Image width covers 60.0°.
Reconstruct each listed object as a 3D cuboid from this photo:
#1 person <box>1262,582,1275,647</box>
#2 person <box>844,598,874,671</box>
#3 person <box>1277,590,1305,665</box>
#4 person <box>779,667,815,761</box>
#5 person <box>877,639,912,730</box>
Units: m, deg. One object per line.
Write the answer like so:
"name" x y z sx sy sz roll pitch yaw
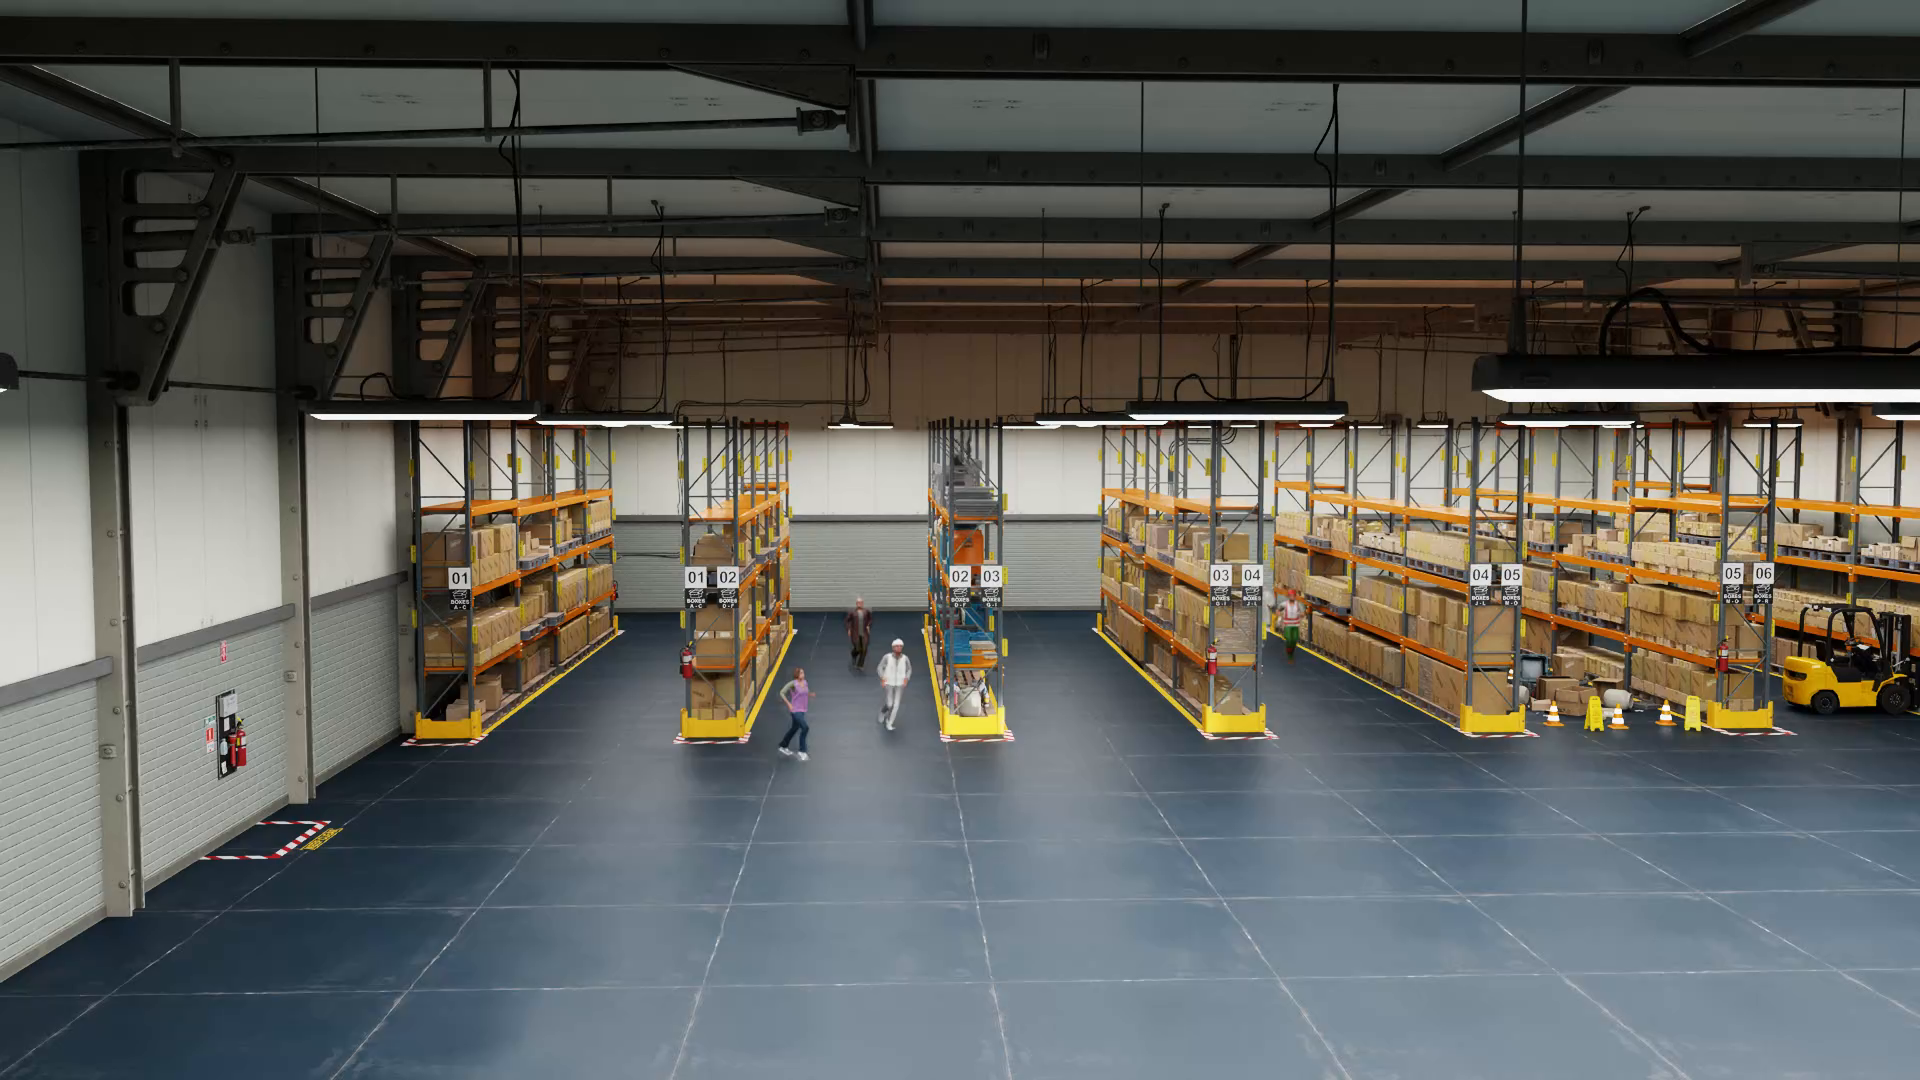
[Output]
"person" 7.972 1.980 43.817 0.685 1.747 0.712 -1 4 -9
"person" -2.403 2.264 39.840 0.710 1.733 0.637 -1 4 -16
"person" 8.160 2.128 40.919 0.660 1.787 0.976 0 4 -2
"person" -2.846 3.034 29.099 0.721 1.650 0.509 2 4 26
"person" -1.250 2.775 32.124 0.666 1.735 0.562 -1 4 -15
